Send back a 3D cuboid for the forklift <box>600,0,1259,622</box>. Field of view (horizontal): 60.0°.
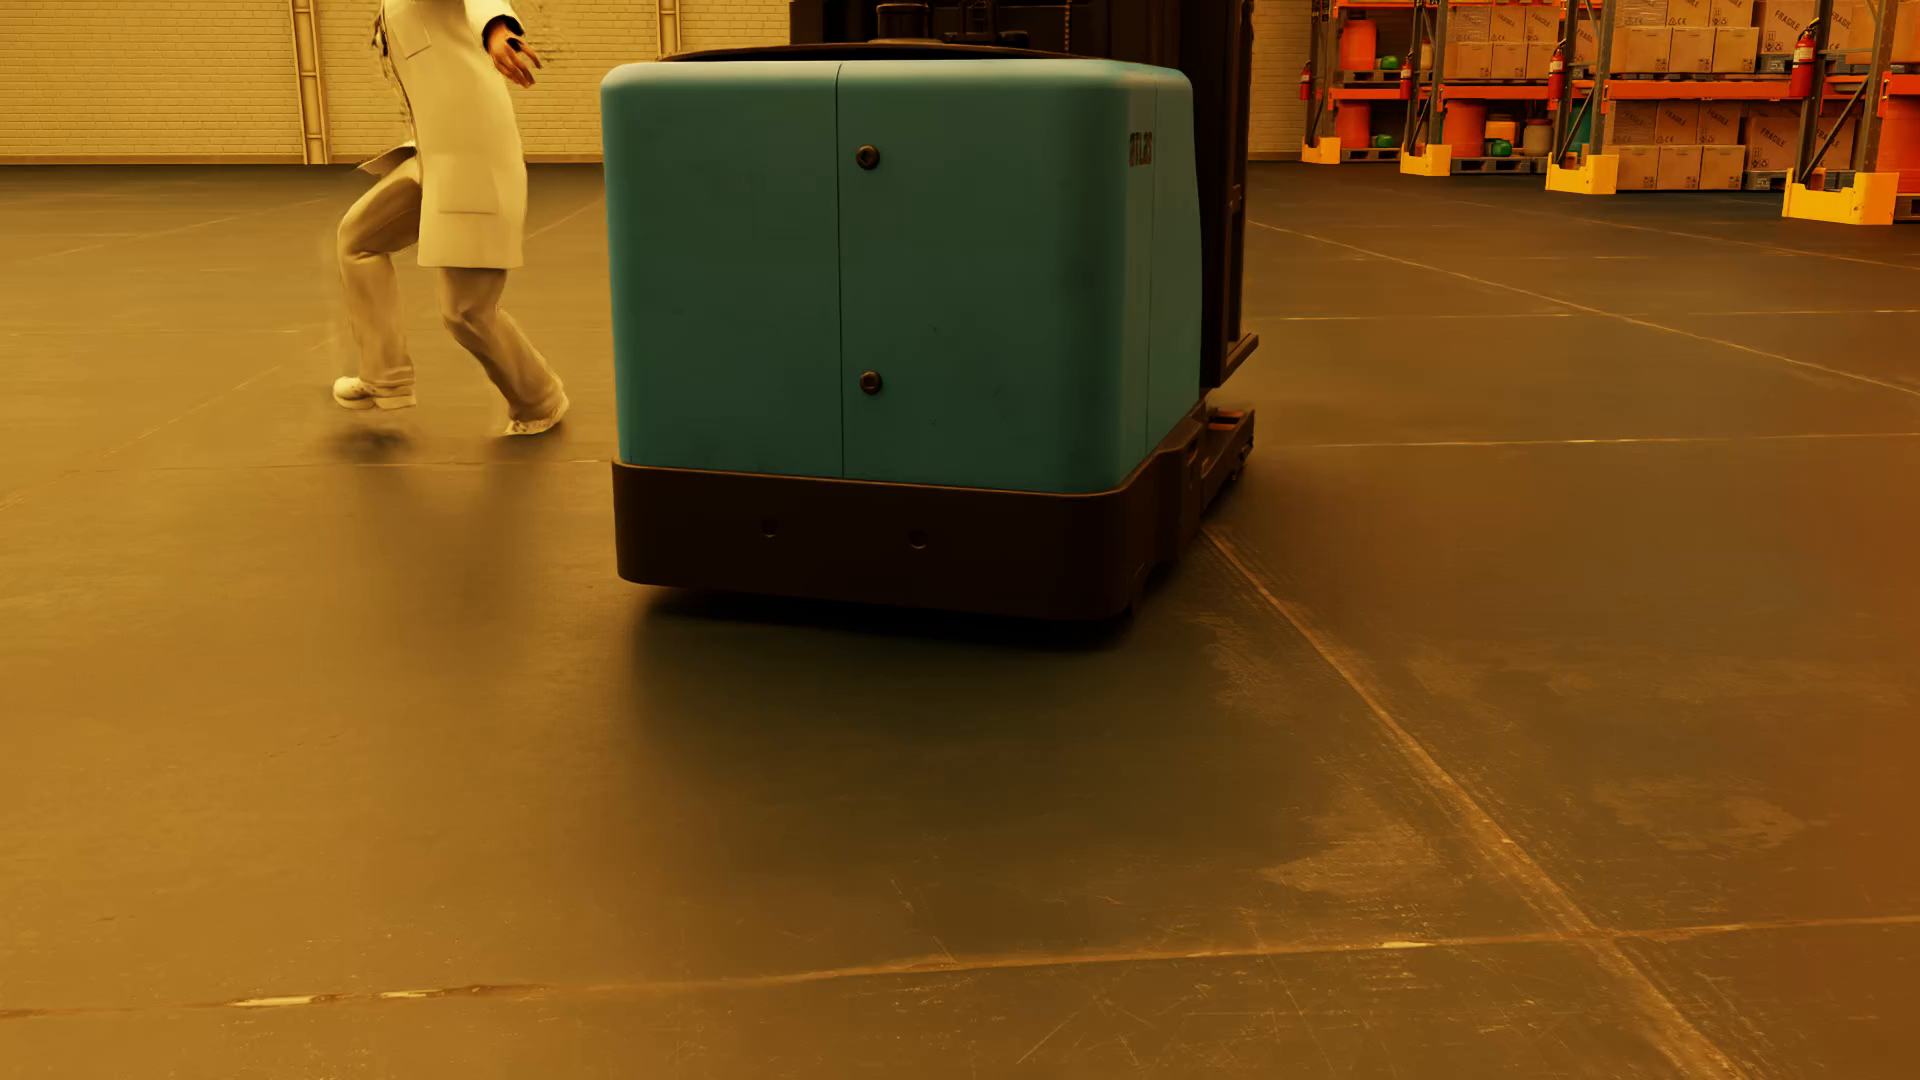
[{"bbox_3d":[0.211,-1.597,4.244,1.130,2.935,3.031,4,15,16],"label":"forklift"}]

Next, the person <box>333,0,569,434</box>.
[{"bbox_3d":[-1.462,-1.023,4.860,0.688,1.688,1.255,-7,16,-26],"label":"person"}]
